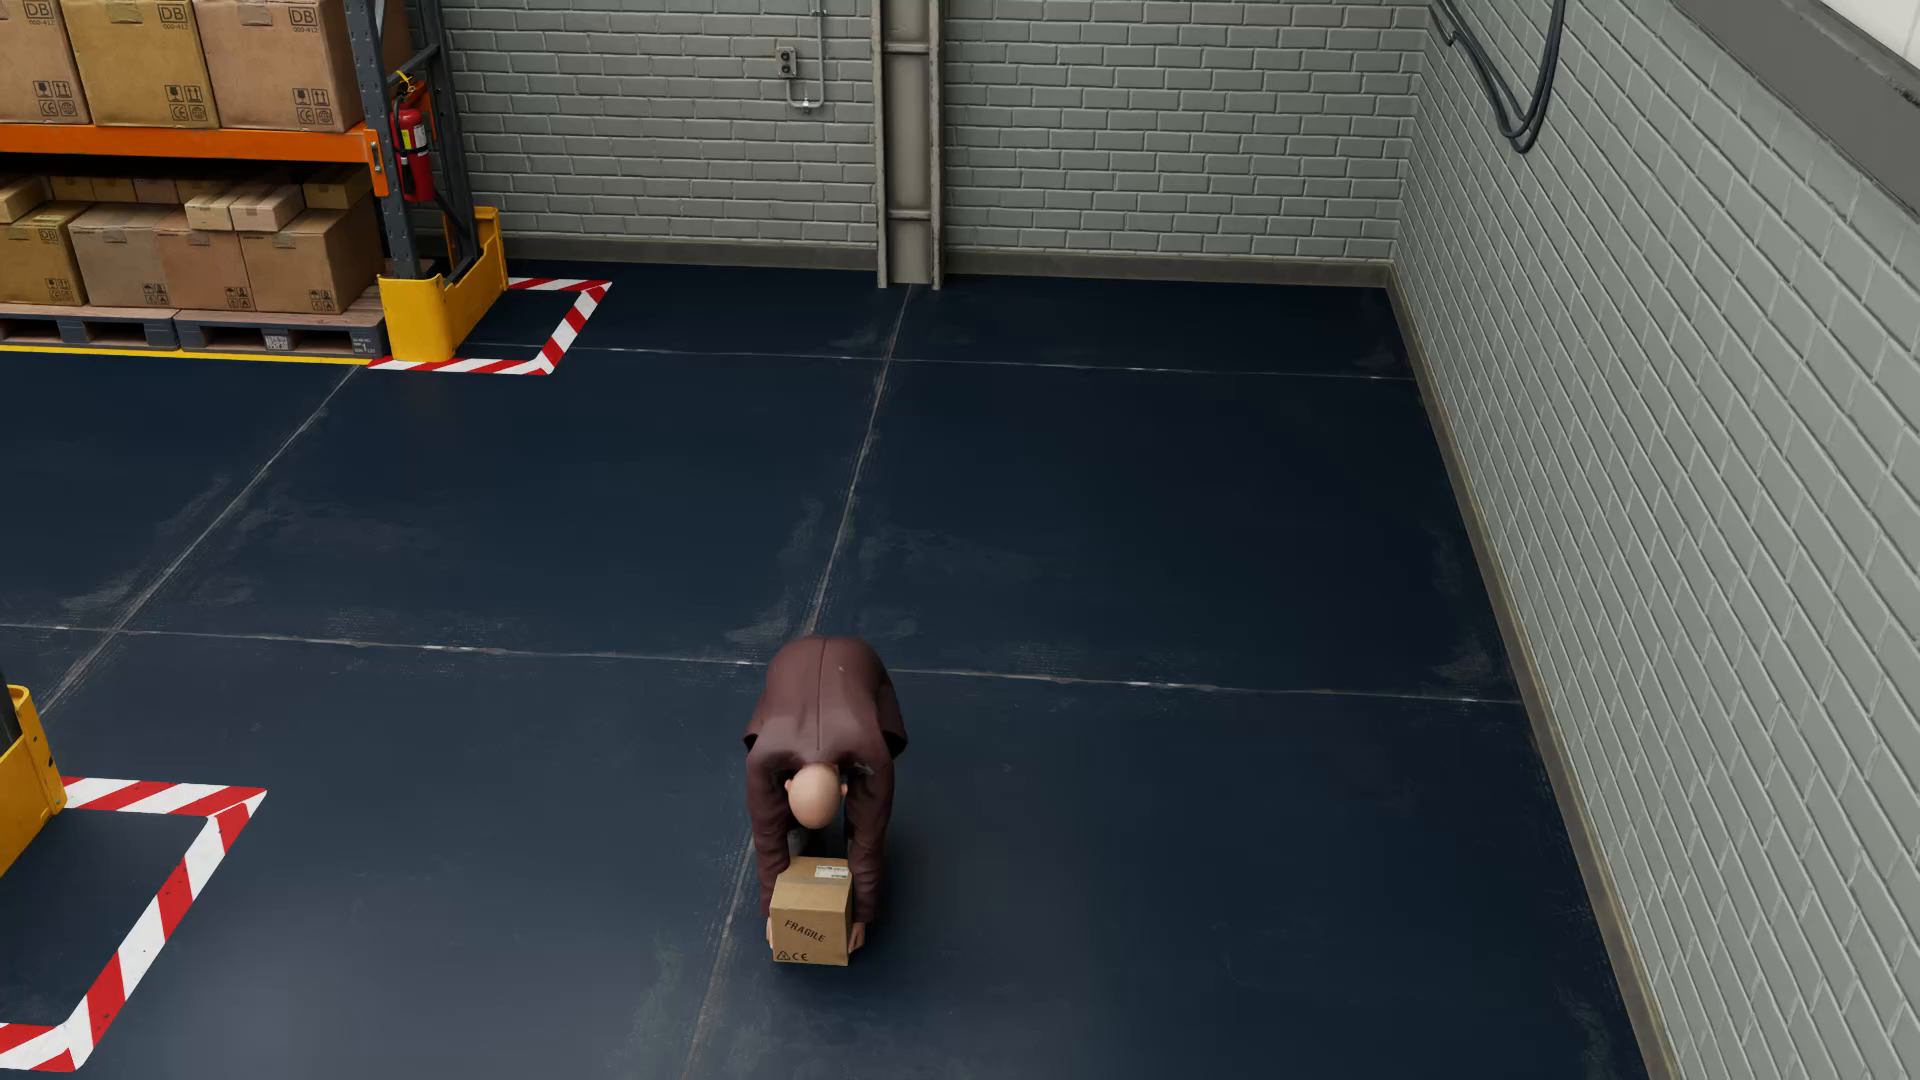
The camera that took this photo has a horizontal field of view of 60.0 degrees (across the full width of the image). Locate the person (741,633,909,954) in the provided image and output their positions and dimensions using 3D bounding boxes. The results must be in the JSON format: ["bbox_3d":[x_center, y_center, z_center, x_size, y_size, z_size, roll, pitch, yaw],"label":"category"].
[{"bbox_3d":[-0.472,0.833,5.709,0.580,0.858,0.951,2,32,3],"label":"person"}]
